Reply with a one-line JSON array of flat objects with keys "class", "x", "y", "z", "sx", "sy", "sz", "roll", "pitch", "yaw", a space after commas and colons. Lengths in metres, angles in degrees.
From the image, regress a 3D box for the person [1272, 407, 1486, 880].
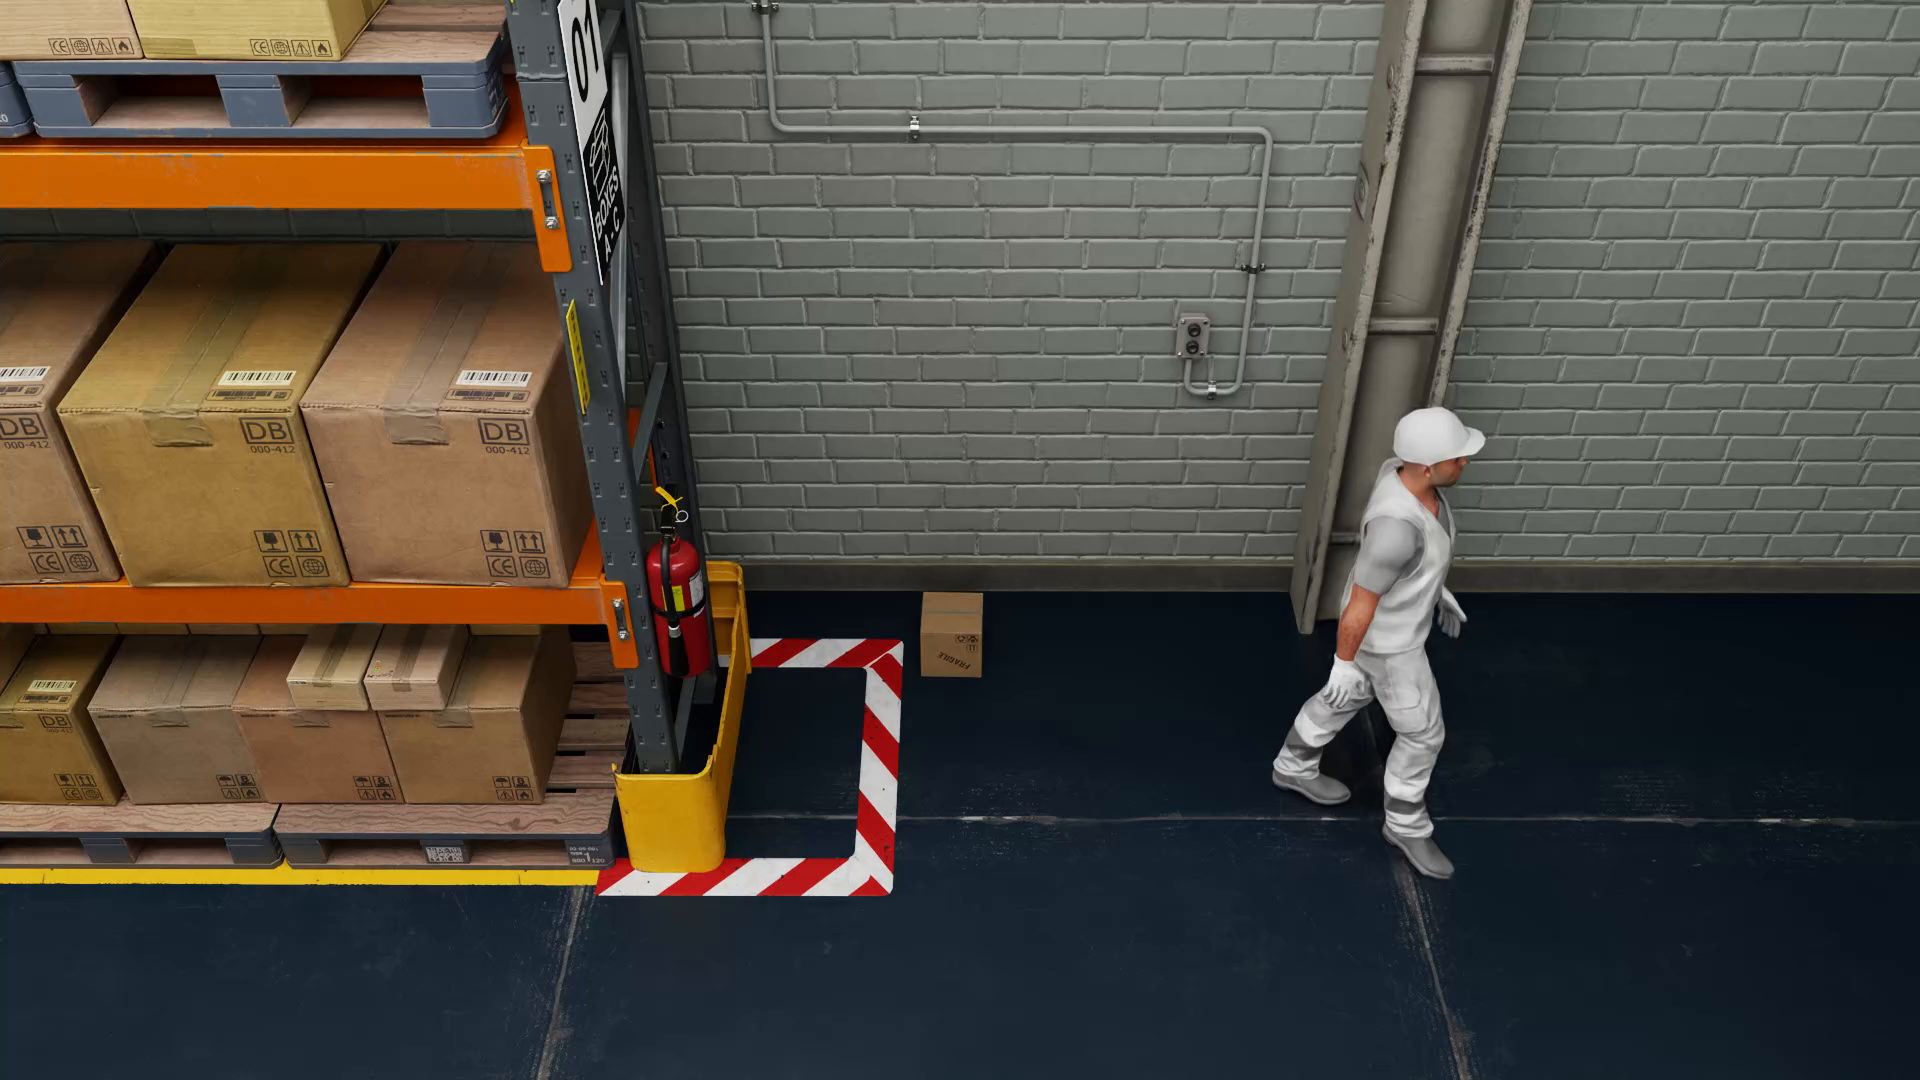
[{"class": "person", "x": 1.521, "y": 0.332, "z": 5.718, "sx": 0.716, "sy": 1.807, "sz": 0.613, "roll": 12, "pitch": 41, "yaw": 15}]
